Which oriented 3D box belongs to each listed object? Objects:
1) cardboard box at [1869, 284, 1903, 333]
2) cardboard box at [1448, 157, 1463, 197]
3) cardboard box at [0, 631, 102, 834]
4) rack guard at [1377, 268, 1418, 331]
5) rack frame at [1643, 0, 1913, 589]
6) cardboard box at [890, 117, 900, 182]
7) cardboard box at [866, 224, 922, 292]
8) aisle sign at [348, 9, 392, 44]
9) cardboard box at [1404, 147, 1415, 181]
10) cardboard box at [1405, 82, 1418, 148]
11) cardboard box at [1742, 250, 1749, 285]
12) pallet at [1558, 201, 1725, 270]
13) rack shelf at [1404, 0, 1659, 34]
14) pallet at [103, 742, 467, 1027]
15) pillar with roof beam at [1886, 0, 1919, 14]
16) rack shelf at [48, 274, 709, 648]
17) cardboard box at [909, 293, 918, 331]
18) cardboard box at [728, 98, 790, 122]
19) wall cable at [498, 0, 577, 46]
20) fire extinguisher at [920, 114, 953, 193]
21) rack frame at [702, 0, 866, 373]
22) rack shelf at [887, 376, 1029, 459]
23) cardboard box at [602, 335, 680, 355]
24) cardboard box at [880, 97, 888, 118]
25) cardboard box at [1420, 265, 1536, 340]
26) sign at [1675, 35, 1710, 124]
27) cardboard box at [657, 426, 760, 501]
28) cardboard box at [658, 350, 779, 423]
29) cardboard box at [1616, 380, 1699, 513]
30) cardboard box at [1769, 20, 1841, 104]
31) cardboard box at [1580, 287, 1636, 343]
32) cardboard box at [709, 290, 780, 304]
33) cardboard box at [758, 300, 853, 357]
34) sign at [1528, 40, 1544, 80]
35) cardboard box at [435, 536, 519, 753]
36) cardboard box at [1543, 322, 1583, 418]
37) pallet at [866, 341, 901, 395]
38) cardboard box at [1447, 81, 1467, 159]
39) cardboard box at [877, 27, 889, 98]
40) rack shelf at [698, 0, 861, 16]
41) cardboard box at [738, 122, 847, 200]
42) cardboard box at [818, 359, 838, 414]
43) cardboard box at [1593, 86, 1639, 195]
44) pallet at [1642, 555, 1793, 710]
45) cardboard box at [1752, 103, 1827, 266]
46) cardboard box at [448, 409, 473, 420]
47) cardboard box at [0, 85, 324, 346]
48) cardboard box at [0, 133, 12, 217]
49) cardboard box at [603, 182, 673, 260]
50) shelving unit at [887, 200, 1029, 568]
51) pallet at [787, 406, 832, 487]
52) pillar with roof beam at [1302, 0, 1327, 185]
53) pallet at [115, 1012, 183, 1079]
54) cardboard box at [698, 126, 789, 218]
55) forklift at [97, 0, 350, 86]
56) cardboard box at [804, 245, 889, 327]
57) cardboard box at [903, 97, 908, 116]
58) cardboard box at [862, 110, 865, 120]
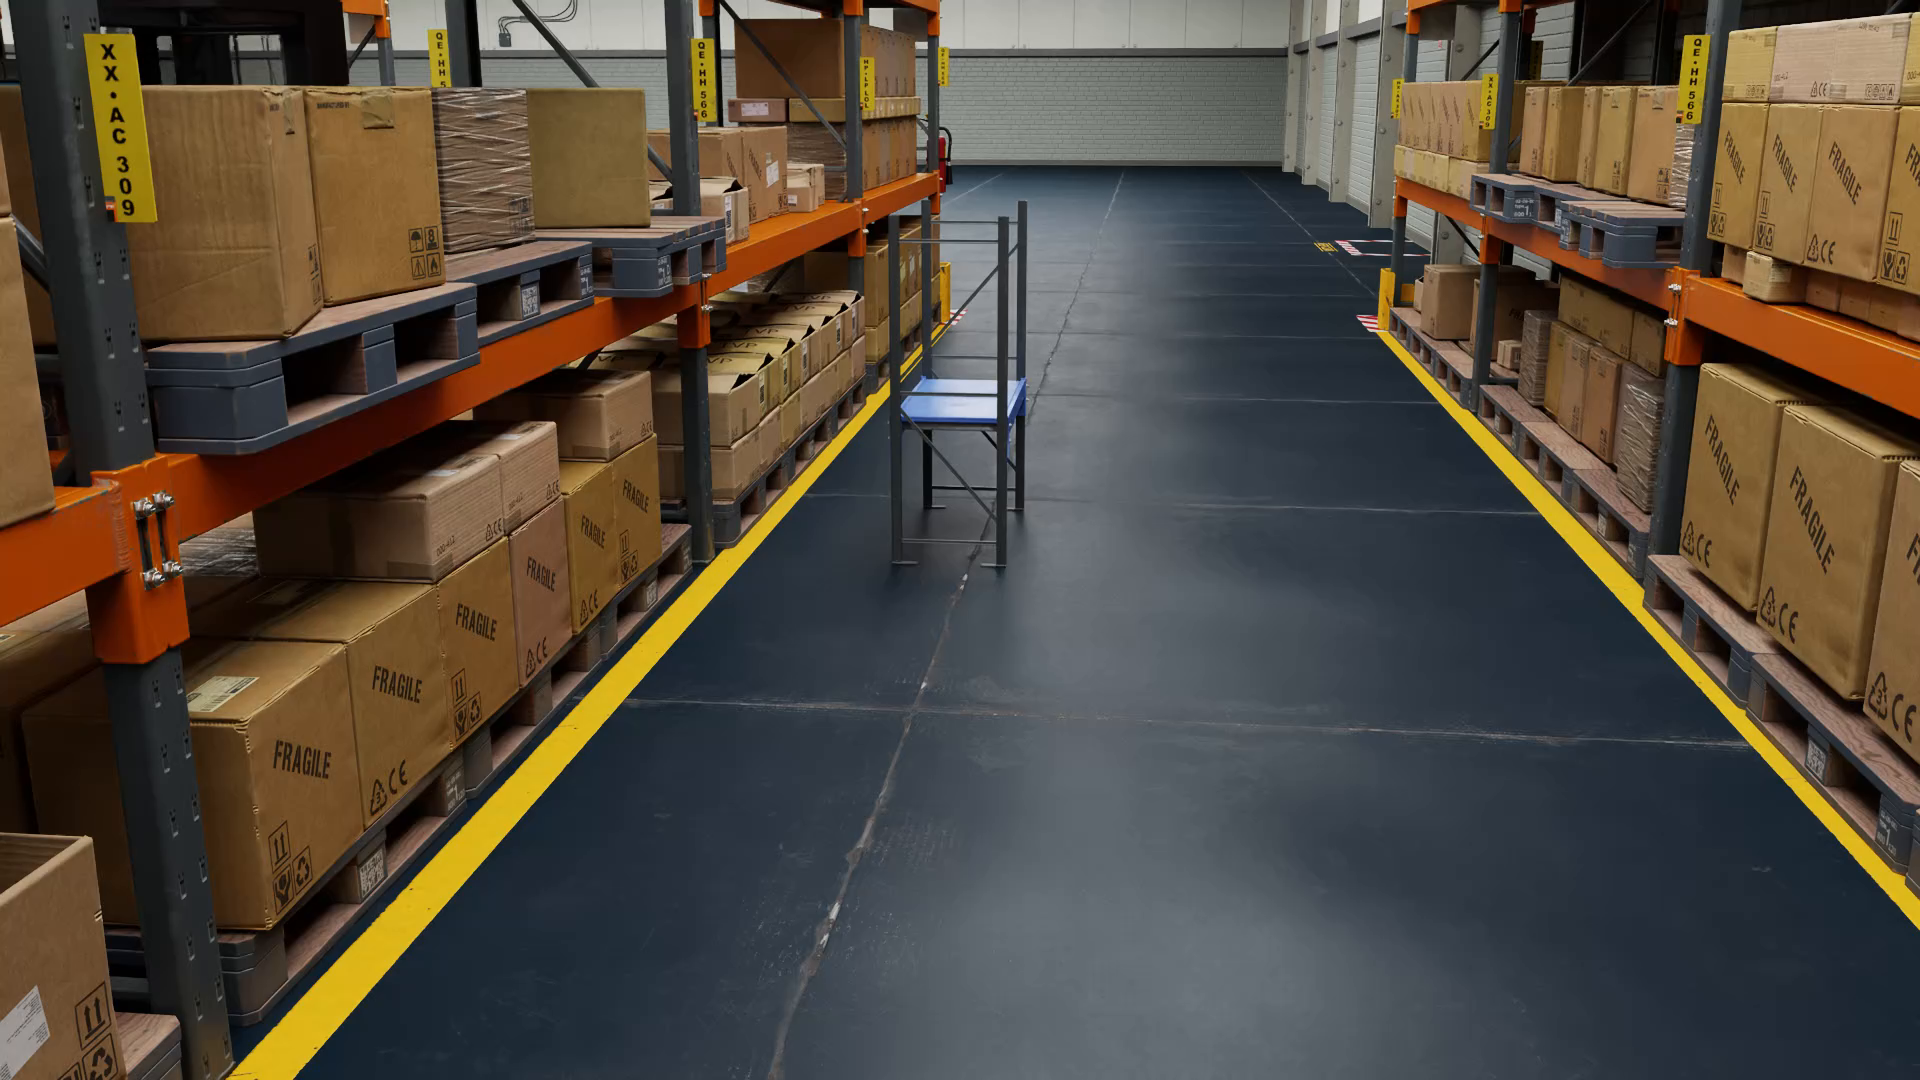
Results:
[{"bbox_3d":[2.951,-0.695,4.930,0.380,0.149,0.250,2,15,7],"label":"cardboard box"},{"bbox_3d":[3.604,-2.455,11.245,0.500,0.250,0.500,2,15,7],"label":"cardboard box"},{"bbox_3d":[-2.267,0.530,3.900,0.500,0.500,0.500,2,15,6],"label":"cardboard box"},{"bbox_3d":[4.230,-2.068,14.354,1.175,0.500,0.348,2,15,6],"label":"rack guard"},{"bbox_3d":[3.336,-1.220,6.427,1.000,3.000,0.127,2,15,6],"label":"rack frame"},{"bbox_3d":[-0.865,-3.102,13.197,0.700,0.500,0.500,2,15,7],"label":"cardboard box"},{"bbox_3d":[-0.547,-2.270,13.335,0.500,0.500,0.500,2,15,6],"label":"cardboard box"},{"bbox_3d":[-5.302,-4.851,14.877,0.394,0.787,0.004,2,15,6],"label":"aisle sign"},{"bbox_3d":[3.824,-2.980,13.184,0.500,0.250,0.500,1,15,5],"label":"cardboard box"},{"bbox_3d":[3.820,-3.351,13.121,0.500,0.500,0.500,2,15,6],"label":"cardboard box"},{"bbox_3d":[3.032,-0.965,5.926,0.380,0.149,0.250,2,15,7],"label":"cardboard box"},{"bbox_3d":[3.311,-1.315,7.147,1.213,0.211,1.003,2,15,6],"label":"pallet"},{"bbox_3d":[4.013,-3.877,11.884,1.077,0.370,4.000,2,15,6],"label":"rack shelf"},{"bbox_3d":[-1.984,0.807,4.275,1.003,0.211,1.213,2,15,6],"label":"pallet"},{"bbox_3d":[0.065,-4.554,7.266,9.100,9.000,0.400,2,15,6],"label":"pillar with roof beam"},{"bbox_3d":[-1.812,-0.499,5.139,1.077,0.370,4.000,2,15,6],"label":"rack shelf"},{"bbox_3d":[-0.608,-1.778,12.954,0.500,0.250,0.500,2,15,6],"label":"cardboard box"},{"bbox_3d":[-1.317,-2.841,10.986,0.380,0.149,0.250,2,15,6],"label":"cardboard box"},{"bbox_3d":[-11.817,-16.775,45.946,2.305,6.003,0.169,2,15,6],"label":"wall cable"},{"bbox_3d":[-0.209,-3.419,14.709,0.296,0.674,0.183,2,15,6],"label":"fire extinguisher"},{"bbox_3d":[-1.135,-2.402,10.800,1.000,3.000,0.127,2,15,6],"label":"rack frame"},{"bbox_3d":[0.010,-0.572,7.595,0.538,0.185,1.000,2,15,6],"label":"rack shelf"},{"bbox_3d":[-1.660,-0.920,8.706,0.500,0.311,0.500,2,15,6],"label":"cardboard box"},{"bbox_3d":[-0.741,-3.230,12.425,0.380,0.149,0.250,2,15,6],"label":"cardboard box"},{"bbox_3d":[3.874,-1.787,12.470,0.700,0.500,0.500,1,15,3],"label":"cardboard box"},{"bbox_3d":[2.796,-1.754,6.336,0.100,0.325,0.005,2,15,6],"label":"sign"},{"bbox_3d":[-1.236,-0.367,7.738,0.500,0.250,0.500,2,15,6],"label":"cardboard box"},{"bbox_3d":[-1.185,-0.775,8.169,0.500,0.311,0.500,1,15,5],"label":"cardboard box"},{"bbox_3d":[3.365,-0.414,7.392,0.700,0.500,0.500,2,15,7],"label":"cardboard box"},{"bbox_3d":[2.969,-1.534,5.352,0.500,0.250,0.500,1,15,5],"label":"cardboard box"},{"bbox_3d":[3.620,-1.184,8.805,0.500,0.250,0.500,1,15,5],"label":"cardboard box"},{"bbox_3d":[-1.429,-1.449,10.661,0.500,0.311,0.500,2,15,6],"label":"cardboard box"},{"bbox_3d":[-0.948,-1.300,10.111,0.500,0.311,0.500,2,15,8],"label":"cardboard box"},{"bbox_3d":[4.788,-3.985,13.828,0.100,0.325,0.005,2,15,6],"label":"sign"},{"bbox_3d":[-1.628,0.281,4.824,0.500,0.500,0.500,2,15,7],"label":"cardboard box"},{"bbox_3d":[3.712,-0.936,9.324,0.700,0.500,0.500,1,15,5],"label":"cardboard box"},{"bbox_3d":[-1.004,-1.261,11.922,1.003,0.211,1.213,2,15,6],"label":"pallet"},{"bbox_3d":[3.584,-2.818,11.149,0.500,0.500,0.500,2,15,6],"label":"cardboard box"},{"bbox_3d":[-0.922,-3.583,12.488,0.700,0.500,0.500,2,15,6],"label":"cardboard box"},{"bbox_3d":[-1.361,-2.984,8.584,1.077,0.370,4.000,2,15,6],"label":"rack shelf"},{"bbox_3d":[-1.091,-2.566,11.213,0.700,0.500,0.500,1,15,5],"label":"cardboard box"},{"bbox_3d":[-1.010,-0.898,9.699,0.500,0.250,0.500,2,15,8],"label":"cardboard box"},{"bbox_3d":[3.498,-1.927,8.006,0.700,0.500,0.500,2,15,6],"label":"cardboard box"},{"bbox_3d":[3.172,0.328,6.043,1.003,0.211,1.213,2,15,6],"label":"pallet"},{"bbox_3d":[2.958,-1.167,5.433,0.500,0.500,0.500,2,15,8],"label":"cardboard box"},{"bbox_3d":[-1.922,-0.261,6.827,0.500,0.500,0.500,2,15,9],"label":"cardboard box"},{"bbox_3d":[-1.762,-0.695,3.489,0.700,0.500,0.500,-3,16,-13],"label":"cardboard box"},{"bbox_3d":[-1.838,-0.720,2.470,0.500,0.500,0.500,2,15,7],"label":"cardboard box"},{"bbox_3d":[-1.502,-1.415,7.319,0.500,0.311,0.500,3,15,10],"label":"cardboard box"},{"bbox_3d":[0.010,-0.746,7.548,0.538,1.500,1.048,2,15,6],"label":"shelving unit"},{"bbox_3d":[-1.315,-0.547,9.279,1.003,0.211,1.213,2,15,6],"label":"pallet"},{"bbox_3d":[3.450,-12.335,36.041,9.100,9.000,0.400,2,15,6],"label":"pillar with roof beam"},{"bbox_3d":[-2.116,1.197,2.832,1.003,0.211,1.213,2,15,6],"label":"pallet"},{"bbox_3d":[-1.297,-2.115,9.547,0.500,0.500,0.500,3,15,10],"label":"cardboard box"},{"bbox_3d":[-3.937,-1.808,8.732,1.130,2.935,3.031,4,16,15],"label":"forklift"},{"bbox_3d":[-0.772,-1.751,11.417,0.500,0.500,0.500,2,15,6],"label":"cardboard box"},{"bbox_3d":[-0.625,-3.497,13.414,0.380,0.149,0.250,2,15,7],"label":"cardboard box"},{"bbox_3d":[-0.857,-2.960,11.427,0.380,0.149,0.250,1,15,5],"label":"cardboard box"}]
